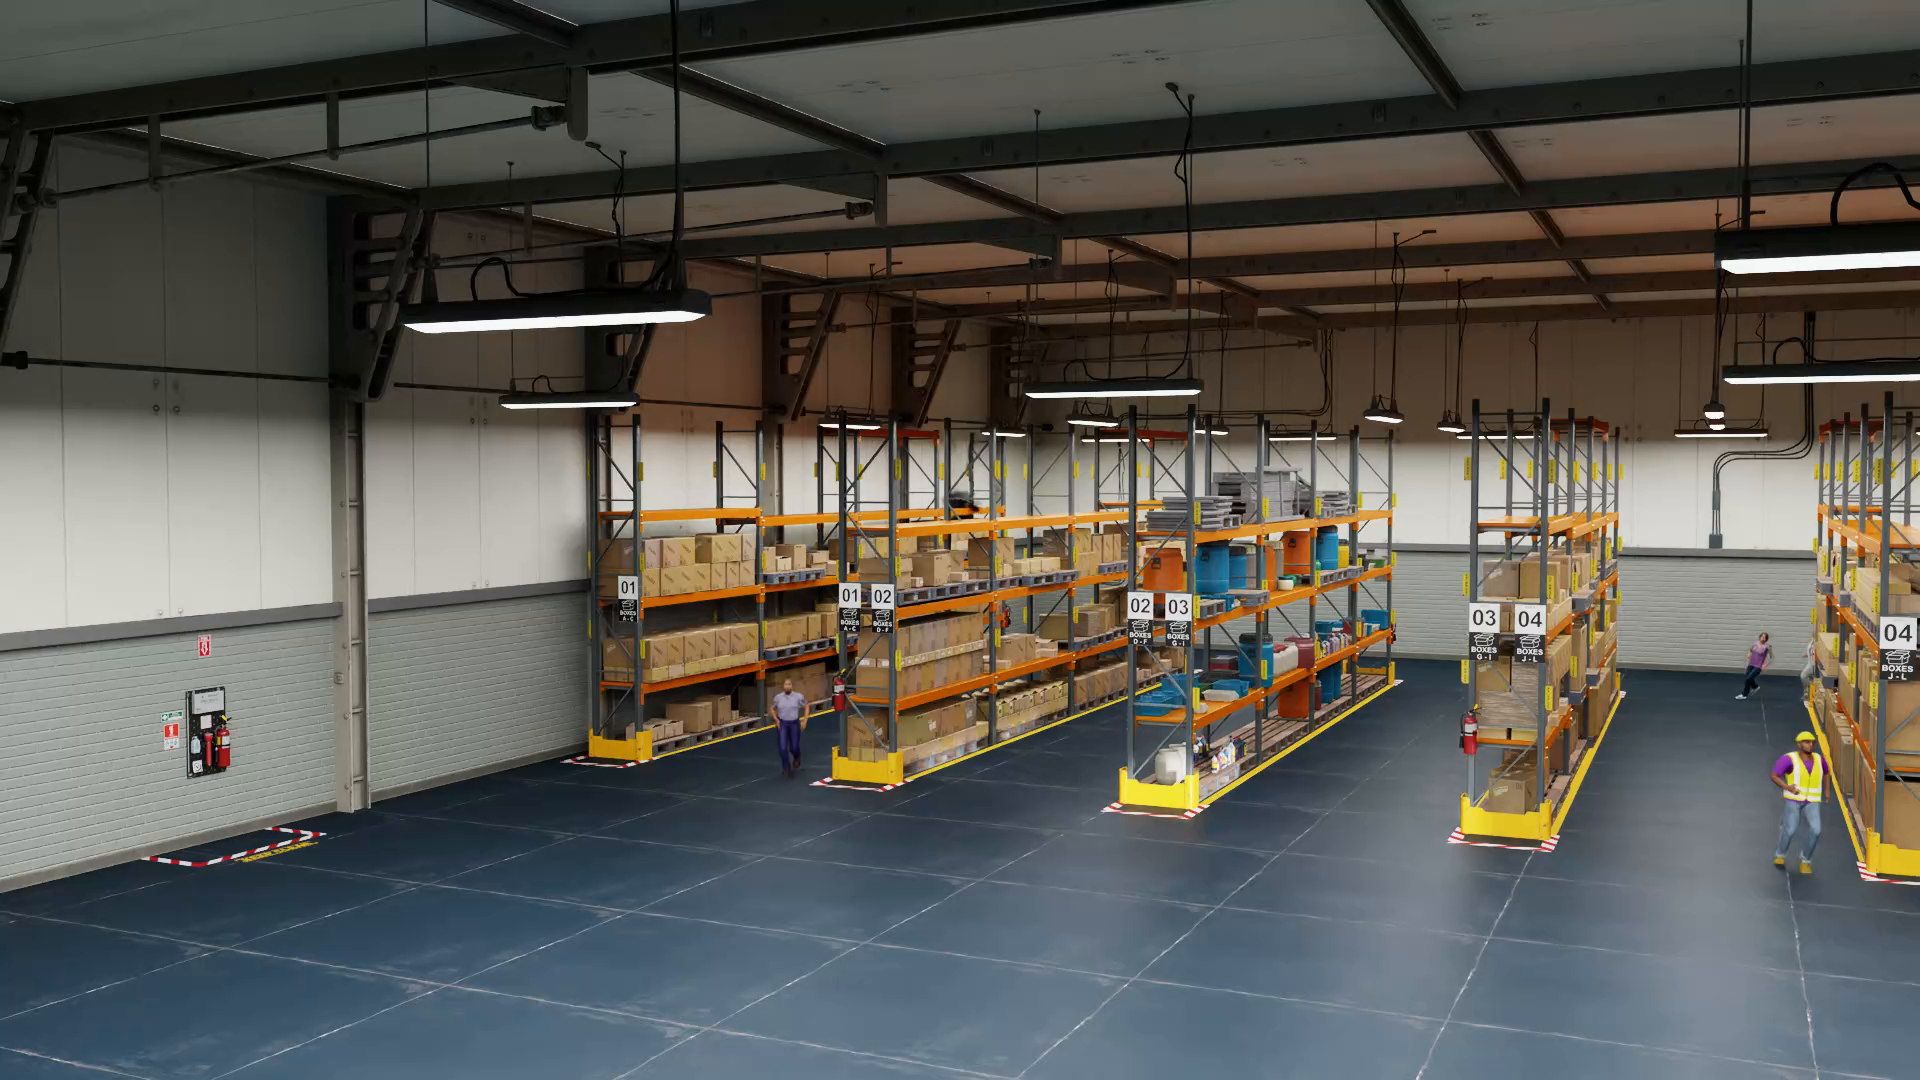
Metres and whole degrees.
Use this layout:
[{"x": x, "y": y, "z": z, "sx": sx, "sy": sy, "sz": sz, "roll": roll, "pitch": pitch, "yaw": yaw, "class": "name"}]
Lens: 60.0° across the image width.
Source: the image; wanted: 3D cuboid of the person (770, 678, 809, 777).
[{"x": -2.816, "y": 3.083, "z": 27.459, "sx": 0.639, "sy": 1.612, "sz": 0.573, "roll": 0, "pitch": 2, "yaw": 0, "class": "person"}]

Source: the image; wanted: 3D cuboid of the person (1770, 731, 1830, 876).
[{"x": 10.529, "y": 3.300, "z": 20.780, "sx": 0.762, "sy": 1.816, "sz": 0.638, "roll": 0, "pitch": 2, "yaw": 7, "class": "person"}]

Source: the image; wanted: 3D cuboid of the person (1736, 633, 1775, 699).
[{"x": 17.493, "y": 2.754, "z": 36.406, "sx": 0.659, "sy": 1.495, "sz": 0.729, "roll": -2, "pitch": 3, "yaw": -40, "class": "person"}]

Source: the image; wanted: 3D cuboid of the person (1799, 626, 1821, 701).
[{"x": 18.668, "y": 2.709, "z": 36.191, "sx": 0.695, "sy": 1.690, "sz": 0.691, "roll": 1, "pitch": 2, "yaw": 20, "class": "person"}]
